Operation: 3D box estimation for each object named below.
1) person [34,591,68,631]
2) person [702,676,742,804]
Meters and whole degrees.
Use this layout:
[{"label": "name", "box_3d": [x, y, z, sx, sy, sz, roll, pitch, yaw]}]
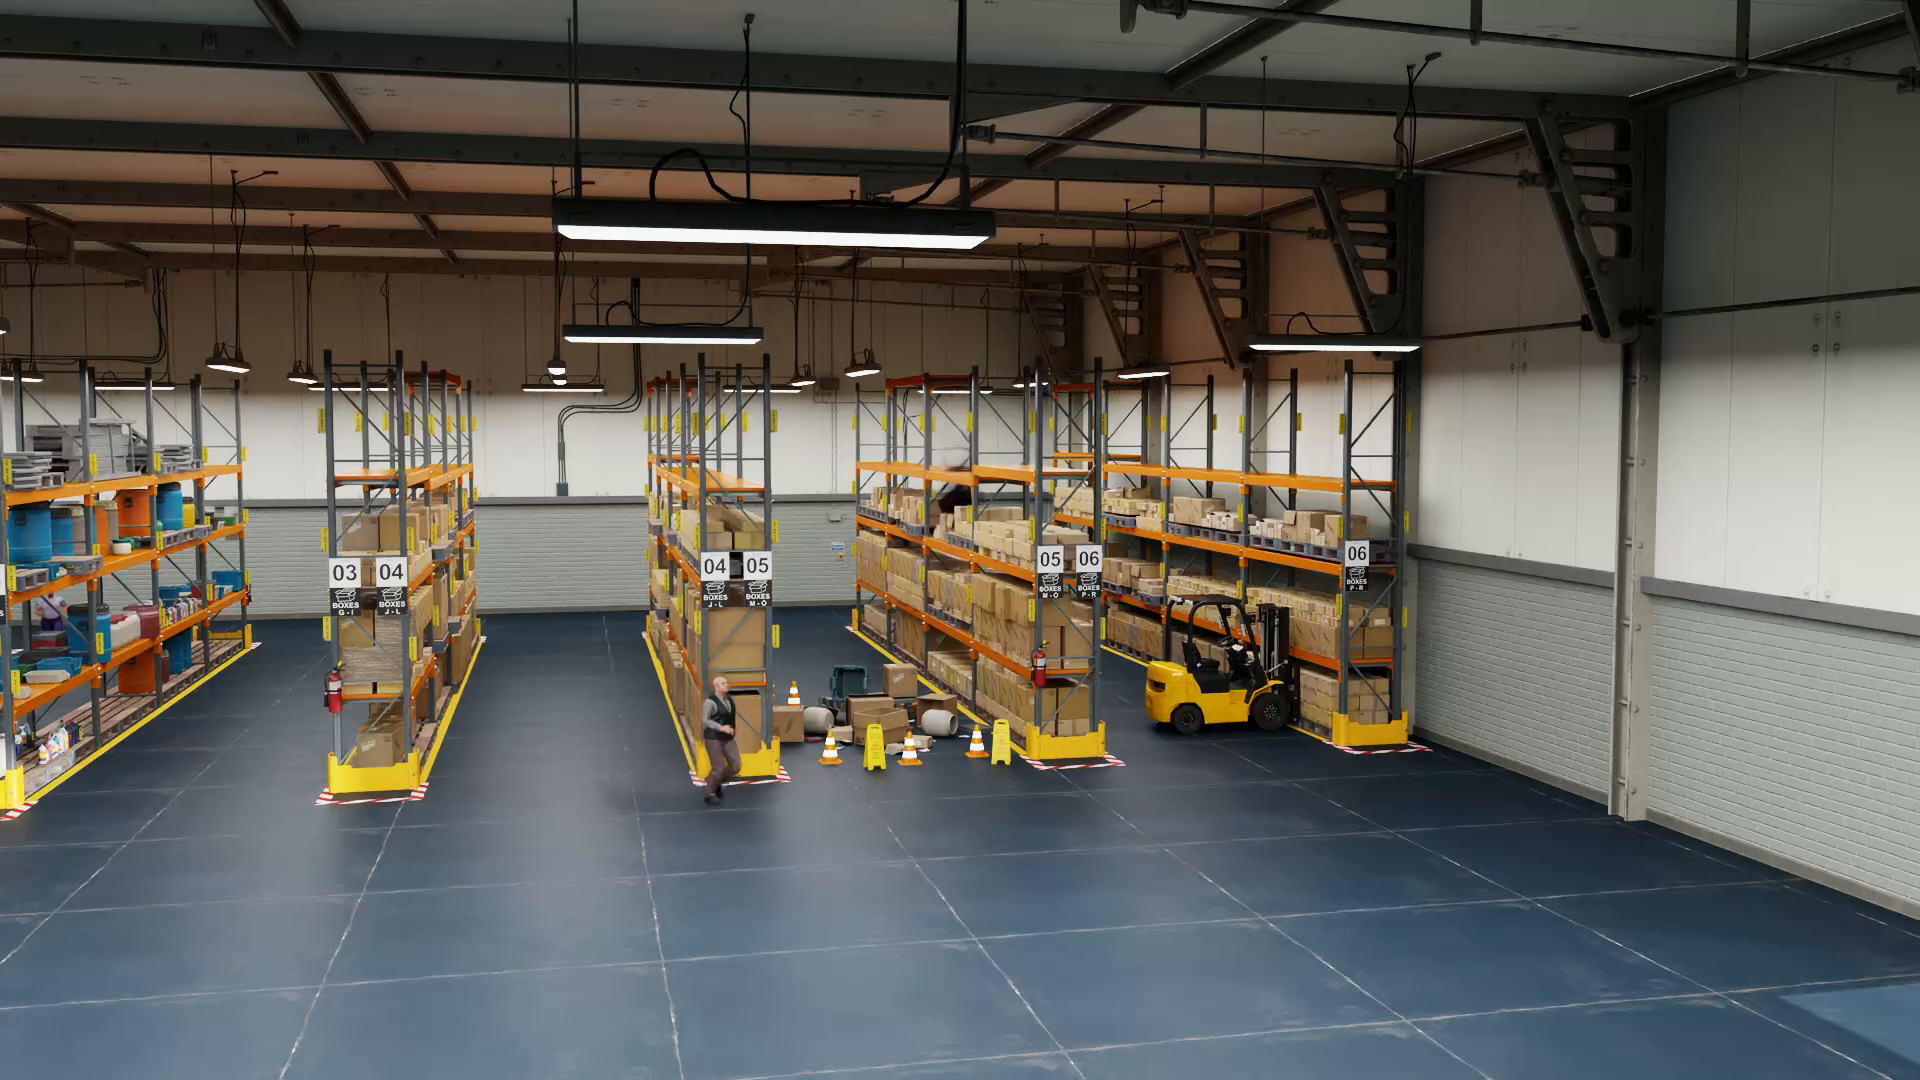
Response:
[{"label": "person", "box_3d": [-18.946, 1.772, 34.675, 0.610, 1.639, 0.882, -2, 4, -25]}, {"label": "person", "box_3d": [-3.104, 2.627, 21.935, 0.600, 1.662, 0.697, 3, 5, 36]}]
